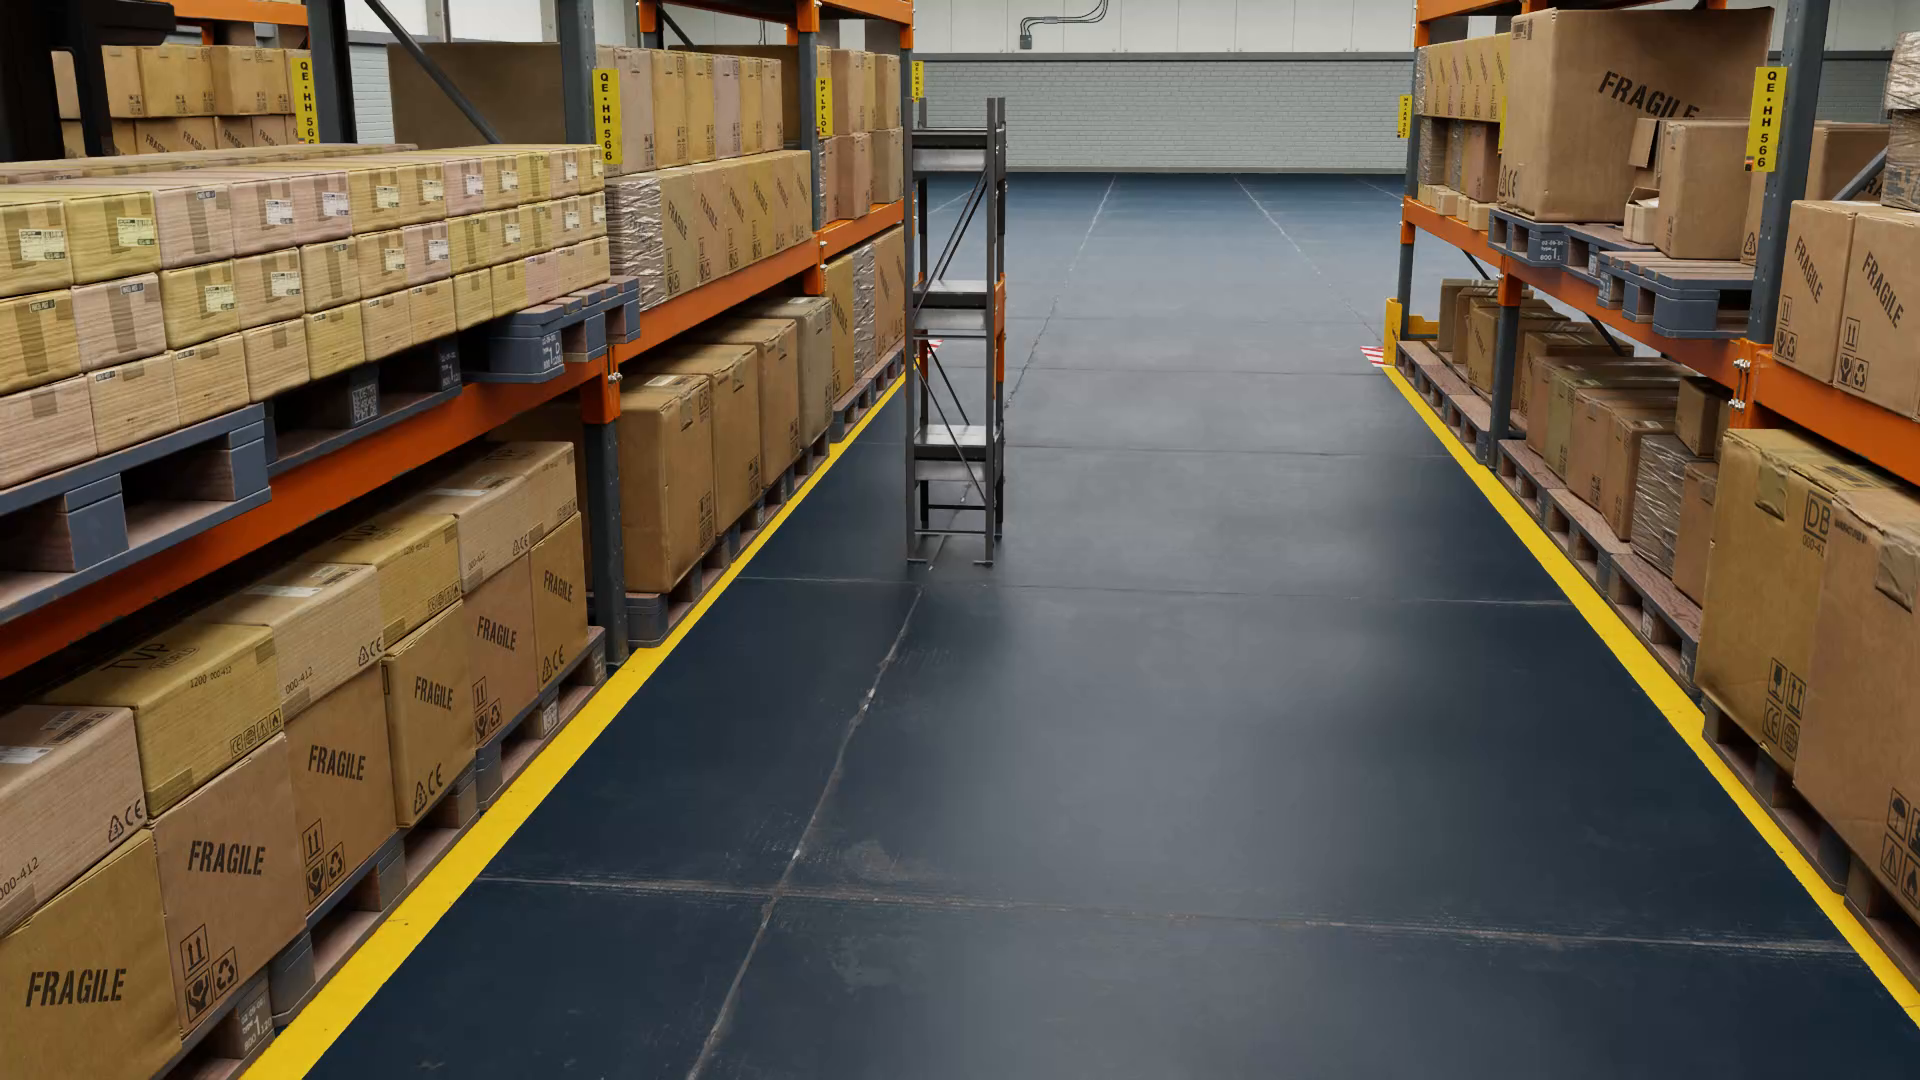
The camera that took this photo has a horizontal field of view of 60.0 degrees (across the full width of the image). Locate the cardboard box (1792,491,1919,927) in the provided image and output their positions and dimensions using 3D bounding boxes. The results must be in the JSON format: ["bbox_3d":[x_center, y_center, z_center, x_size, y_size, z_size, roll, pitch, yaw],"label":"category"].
[{"bbox_3d":[2.923,0.418,4.136,1.225,0.875,0.875,2,15,6],"label":"cardboard box"}]

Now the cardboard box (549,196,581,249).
[{"bbox_3d":[-1.419,-1.001,5.224,0.380,0.149,0.250,2,15,8],"label":"cardboard box"}]

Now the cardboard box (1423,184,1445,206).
[{"bbox_3d":[3.673,-2.572,12.410,0.380,0.149,0.250,2,15,6],"label":"cardboard box"}]

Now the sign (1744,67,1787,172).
[{"bbox_3d":[2.589,-1.349,5.337,0.100,0.325,0.005,2,15,6],"label":"sign"}]

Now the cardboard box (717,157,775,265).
[{"bbox_3d":[-1.244,-1.667,8.389,0.500,0.500,0.500,2,15,7],"label":"cardboard box"}]

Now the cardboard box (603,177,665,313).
[{"bbox_3d":[-1.469,-1.144,6.453,0.500,0.500,0.500,2,15,7],"label":"cardboard box"}]

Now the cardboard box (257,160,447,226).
[{"bbox_3d":[-1.536,-0.879,4.205,0.380,0.149,0.250,2,15,9],"label":"cardboard box"}]

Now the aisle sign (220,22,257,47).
[{"bbox_3d":[-6.116,-4.461,13.934,0.394,0.787,0.004,2,15,6],"label":"aisle sign"}]

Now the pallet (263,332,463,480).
[{"bbox_3d":[-1.970,-0.380,4.187,1.003,0.211,1.213,2,15,6],"label":"pallet"}]

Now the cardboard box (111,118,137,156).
[{"bbox_3d":[-5.906,-2.572,11.167,0.500,0.500,0.500,2,15,6],"label":"cardboard box"}]

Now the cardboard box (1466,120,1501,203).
[{"bbox_3d":[3.741,-2.420,10.604,0.875,0.500,0.500,2,15,6],"label":"cardboard box"}]

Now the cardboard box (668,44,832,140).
[{"bbox_3d":[-1.260,-2.713,10.091,0.875,0.550,0.550,2,15,6],"label":"cardboard box"}]

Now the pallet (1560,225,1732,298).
[{"bbox_3d":[3.312,-1.236,7.356,1.003,0.211,1.213,2,15,6],"label":"pallet"}]

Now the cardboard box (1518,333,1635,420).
[{"bbox_3d":[3.666,-0.951,9.915,0.500,0.500,0.500,1,15,5],"label":"cardboard box"}]

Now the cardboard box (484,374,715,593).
[{"bbox_3d":[-1.630,-0.259,6.878,1.050,0.750,0.750,1,15,5],"label":"cardboard box"}]

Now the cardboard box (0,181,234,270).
[{"bbox_3d":[-1.650,-0.610,3.209,0.380,0.149,0.250,1,15,6],"label":"cardboard box"}]

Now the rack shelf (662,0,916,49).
[{"bbox_3d":[-1.111,-3.644,11.522,1.077,0.370,4.000,2,15,6],"label":"rack shelf"}]

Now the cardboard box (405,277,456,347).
[{"bbox_3d":[-1.536,-0.594,4.290,0.380,0.149,0.250,2,15,8],"label":"cardboard box"}]

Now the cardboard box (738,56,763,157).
[{"bbox_3d":[-1.442,-2.293,8.787,0.700,0.500,0.500,1,15,5],"label":"cardboard box"}]

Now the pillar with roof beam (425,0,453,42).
[{"bbox_3d":[-5.413,-10.610,30.161,9.100,9.000,0.400,2,15,6],"label":"pillar with roof beam"}]

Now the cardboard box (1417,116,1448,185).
[{"bbox_3d":[3.943,-2.939,12.524,0.875,0.500,0.500,2,15,6],"label":"cardboard box"}]

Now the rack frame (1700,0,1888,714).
[{"bbox_3d":[3.129,-0.814,5.428,1.000,3.000,0.127,2,15,6],"label":"rack frame"}]

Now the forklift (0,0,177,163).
[{"bbox_3d":[-3.987,-1.239,7.129,1.130,2.935,3.031,1,15,2],"label":"forklift"}]

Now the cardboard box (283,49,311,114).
[{"bbox_3d":[-5.655,-3.717,13.484,0.700,0.500,0.500,1,15,5],"label":"cardboard box"}]

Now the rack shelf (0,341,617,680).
[{"bbox_3d":[-2.013,-0.121,4.240,1.077,0.370,4.000,2,15,6],"label":"rack shelf"}]

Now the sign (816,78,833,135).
[{"bbox_3d":[-0.796,-2.531,9.711,0.100,0.325,0.005,2,15,6],"label":"sign"}]

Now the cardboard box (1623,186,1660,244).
[{"bbox_3d":[3.049,-1.393,7.019,0.396,0.266,0.258,1,15,5],"label":"cardboard box"}]

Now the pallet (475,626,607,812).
[{"bbox_3d":[-1.877,0.562,5.679,1.003,0.211,1.213,2,15,6],"label":"pallet"}]

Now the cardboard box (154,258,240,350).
[{"bbox_3d":[-1.653,-0.465,3.241,0.380,0.149,0.250,1,15,4],"label":"cardboard box"}]

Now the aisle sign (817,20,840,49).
[{"bbox_3d":[-1.175,-4.344,13.499,0.394,0.787,0.004,2,15,6],"label":"aisle sign"}]

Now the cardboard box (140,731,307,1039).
[{"bbox_3d":[-1.834,0.734,3.687,0.500,0.500,0.500,2,15,9],"label":"cardboard box"}]

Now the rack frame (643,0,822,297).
[{"bbox_3d":[-1.336,-2.024,9.901,1.000,3.000,0.127,2,15,6],"label":"rack frame"}]

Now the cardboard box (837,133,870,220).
[{"bbox_3d":[-1.089,-2.473,11.272,0.875,0.550,0.550,2,15,6],"label":"cardboard box"}]

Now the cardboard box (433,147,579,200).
[{"bbox_3d":[-1.418,-1.150,5.204,0.380,0.149,0.250,2,15,6],"label":"cardboard box"}]

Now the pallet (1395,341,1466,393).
[{"bbox_3d":[3.897,-1.314,12.617,1.003,0.211,1.213,2,15,6],"label":"pallet"}]

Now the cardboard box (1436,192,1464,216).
[{"bbox_3d":[3.497,-2.315,11.458,0.380,0.149,0.250,2,15,6],"label":"cardboard box"}]

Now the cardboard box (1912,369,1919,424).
[{"bbox_3d":[2.694,-0.478,3.991,0.500,0.500,0.500,1,15,5],"label":"cardboard box"}]

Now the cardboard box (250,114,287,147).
[{"bbox_3d":[-5.663,-3.094,13.098,0.500,0.500,0.500,2,15,6],"label":"cardboard box"}]

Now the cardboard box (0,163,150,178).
[{"bbox_3d":[-2.211,-0.836,4.043,0.380,0.149,0.250,1,15,5],"label":"cardboard box"}]

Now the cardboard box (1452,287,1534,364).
[{"bbox_3d":[3.911,-1.568,12.198,0.500,0.500,0.500,6,16,21],"label":"cardboard box"}]

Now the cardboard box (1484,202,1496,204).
[{"bbox_3d":[3.515,-2.052,10.485,0.380,0.149,0.250,2,15,6],"label":"cardboard box"}]

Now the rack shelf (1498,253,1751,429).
[{"bbox_3d":[3.355,-0.986,7.440,1.077,0.370,4.000,2,15,6],"label":"rack shelf"}]

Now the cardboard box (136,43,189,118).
[{"bbox_3d":[-5.838,-3.187,11.526,0.700,0.500,0.500,1,15,5],"label":"cardboard box"}]

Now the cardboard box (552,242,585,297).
[{"bbox_3d":[-1.416,-0.862,5.282,0.380,0.149,0.250,2,15,6],"label":"cardboard box"}]

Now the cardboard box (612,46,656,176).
[{"bbox_3d":[-1.671,-1.765,6.836,0.700,0.500,0.500,1,15,5],"label":"cardboard box"}]

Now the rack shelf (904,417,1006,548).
[{"bbox_3d":[-0.019,-0.282,7.915,0.431,0.518,0.480,2,15,6],"label":"rack shelf"}]

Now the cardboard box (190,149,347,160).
[{"bbox_3d":[-2.092,-1.108,5.050,0.380,0.149,0.250,2,15,6],"label":"cardboard box"}]

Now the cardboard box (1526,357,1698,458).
[{"bbox_3d":[3.490,-0.699,8.946,0.700,0.500,0.500,1,15,2],"label":"cardboard box"}]

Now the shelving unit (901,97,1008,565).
[{"bbox_3d":[-0.019,-0.971,7.729,0.431,2.100,0.503,2,15,6],"label":"shelving unit"}]

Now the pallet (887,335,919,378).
[{"bbox_3d":[-0.897,-1.506,13.327,1.003,0.211,1.213,2,15,6],"label":"pallet"}]

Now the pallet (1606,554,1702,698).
[{"bbox_3d":[3.219,0.329,6.541,1.003,0.211,1.213,2,15,6],"label":"pallet"}]

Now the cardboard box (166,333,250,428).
[{"bbox_3d":[-1.651,-0.321,3.280,0.380,0.149,0.250,2,15,7],"label":"cardboard box"}]

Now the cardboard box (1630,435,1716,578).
[{"bbox_3d":[3.235,-0.139,6.875,0.700,0.500,0.500,0,15,2],"label":"cardboard box"}]

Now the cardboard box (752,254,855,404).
[{"bbox_3d":[-1.196,-1.362,10.720,0.875,0.875,0.875,2,15,7],"label":"cardboard box"}]

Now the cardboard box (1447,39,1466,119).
[{"bbox_3d":[3.530,-3.040,10.982,0.500,0.500,0.500,2,15,6],"label":"cardboard box"}]

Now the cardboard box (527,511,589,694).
[{"bbox_3d":[-1.602,0.196,5.676,0.500,0.500,0.500,2,15,6],"label":"cardboard box"}]

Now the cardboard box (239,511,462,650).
[{"bbox_3d":[-1.723,0.103,4.582,0.500,0.250,0.500,2,15,8],"label":"cardboard box"}]

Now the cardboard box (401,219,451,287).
[{"bbox_3d":[-1.534,-0.736,4.243,0.380,0.149,0.250,2,15,8],"label":"cardboard box"}]
